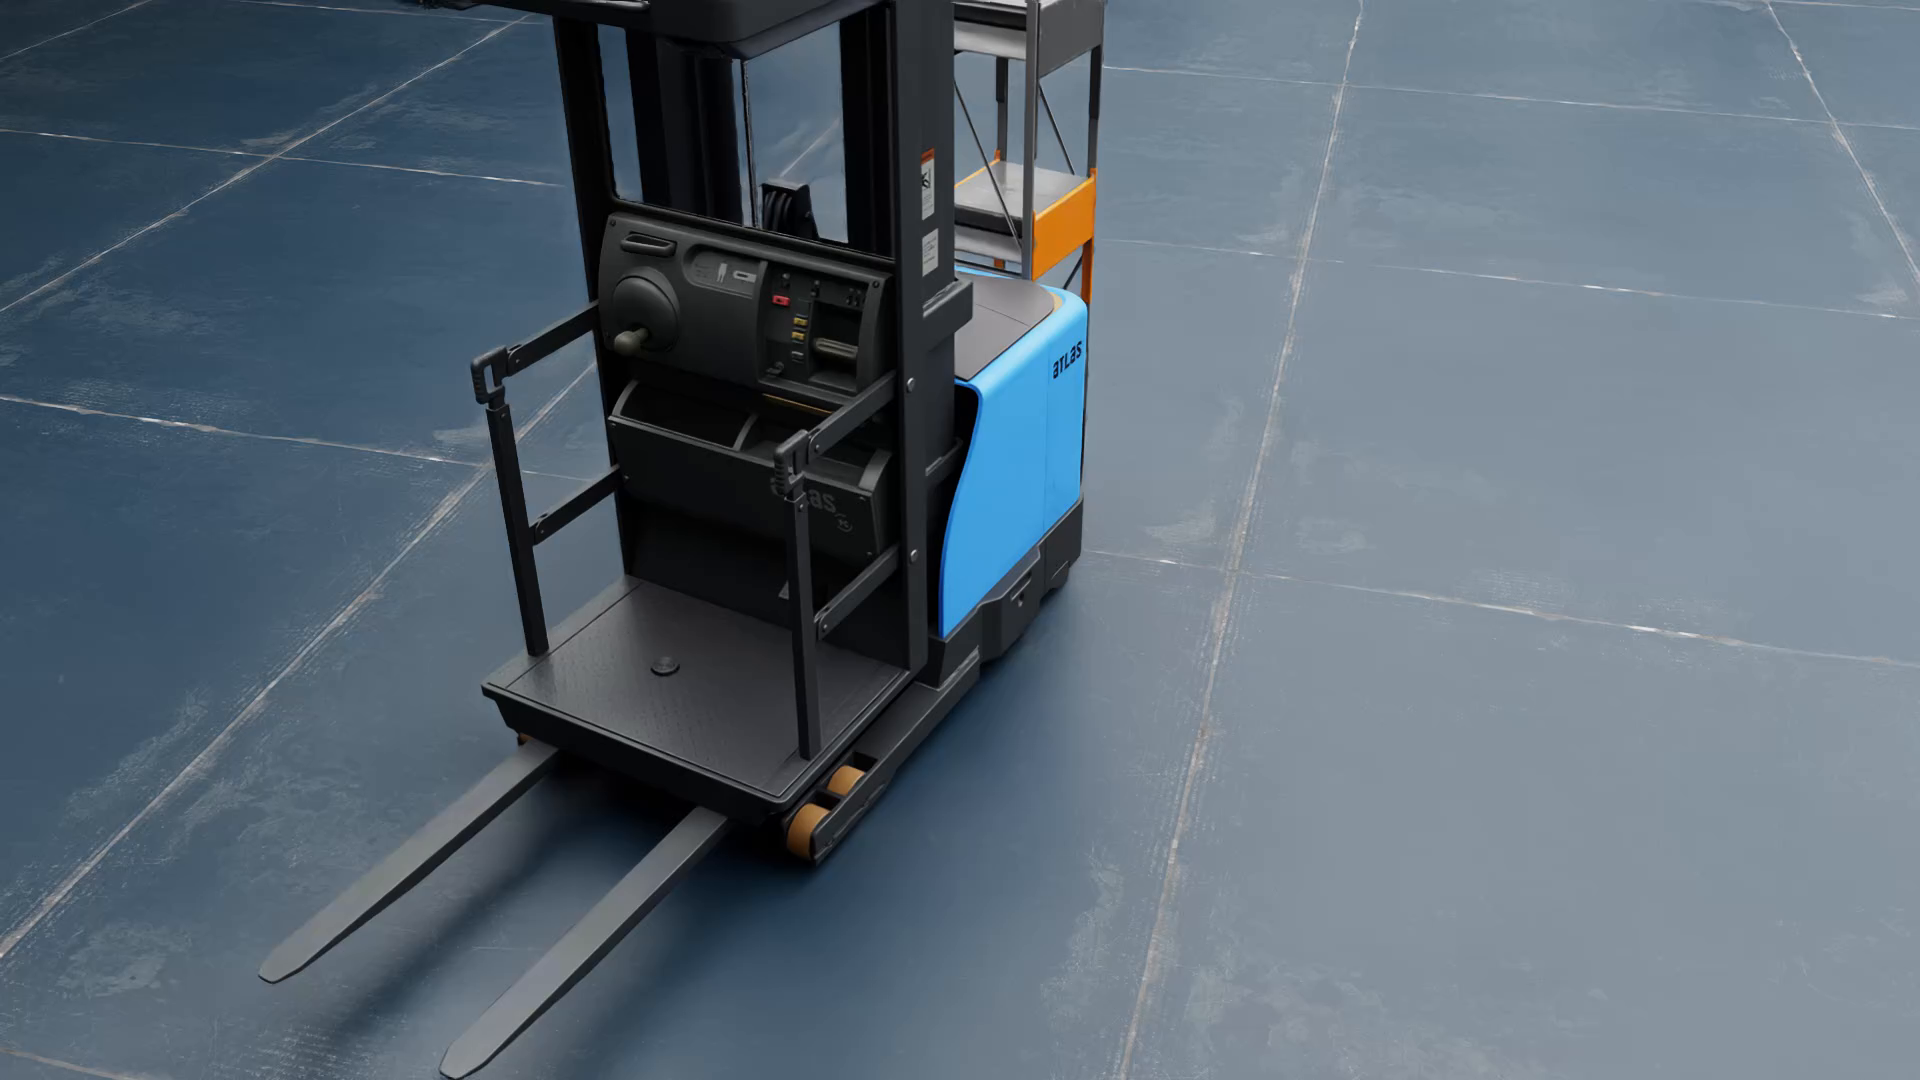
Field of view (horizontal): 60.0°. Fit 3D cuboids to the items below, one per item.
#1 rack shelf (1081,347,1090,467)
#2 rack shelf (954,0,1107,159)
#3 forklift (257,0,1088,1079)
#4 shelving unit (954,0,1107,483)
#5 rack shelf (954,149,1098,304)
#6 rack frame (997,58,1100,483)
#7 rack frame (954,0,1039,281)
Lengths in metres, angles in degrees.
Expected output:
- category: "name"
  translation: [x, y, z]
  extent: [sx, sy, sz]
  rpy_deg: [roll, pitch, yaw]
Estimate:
- category: "rack shelf"
  translation: [0.191, -0.454, 6.338]
  extent: [0.431, 0.518, 0.480]
  rpy_deg: [17, 36, 25]
- category: "rack shelf"
  translation: [0.191, -1.636, 5.587]
  extent: [0.431, 0.518, 0.480]
  rpy_deg: [17, 36, 25]
- category: "forklift"
  translation: [-0.720, -0.589, 4.444]
  extent: [1.130, 2.935, 3.031]
  rpy_deg: [17, 36, 24]
- category: "shelving unit"
  translation: [0.191, -1.057, 5.955]
  extent: [0.431, 2.100, 0.503]
  rpy_deg: [17, 36, 25]
- category: "rack shelf"
  translation: [0.191, -1.045, 5.962]
  extent: [0.431, 0.518, 0.480]
  rpy_deg: [17, 36, 25]
- category: "rack frame"
  translation: [0.312, -1.170, 6.134]
  extent: [0.400, 2.100, 0.015]
  rpy_deg: [17, 36, 25]
- category: "rack frame"
  translation: [0.069, -0.943, 5.776]
  extent: [0.400, 2.100, 0.015]
  rpy_deg: [17, 36, 25]
